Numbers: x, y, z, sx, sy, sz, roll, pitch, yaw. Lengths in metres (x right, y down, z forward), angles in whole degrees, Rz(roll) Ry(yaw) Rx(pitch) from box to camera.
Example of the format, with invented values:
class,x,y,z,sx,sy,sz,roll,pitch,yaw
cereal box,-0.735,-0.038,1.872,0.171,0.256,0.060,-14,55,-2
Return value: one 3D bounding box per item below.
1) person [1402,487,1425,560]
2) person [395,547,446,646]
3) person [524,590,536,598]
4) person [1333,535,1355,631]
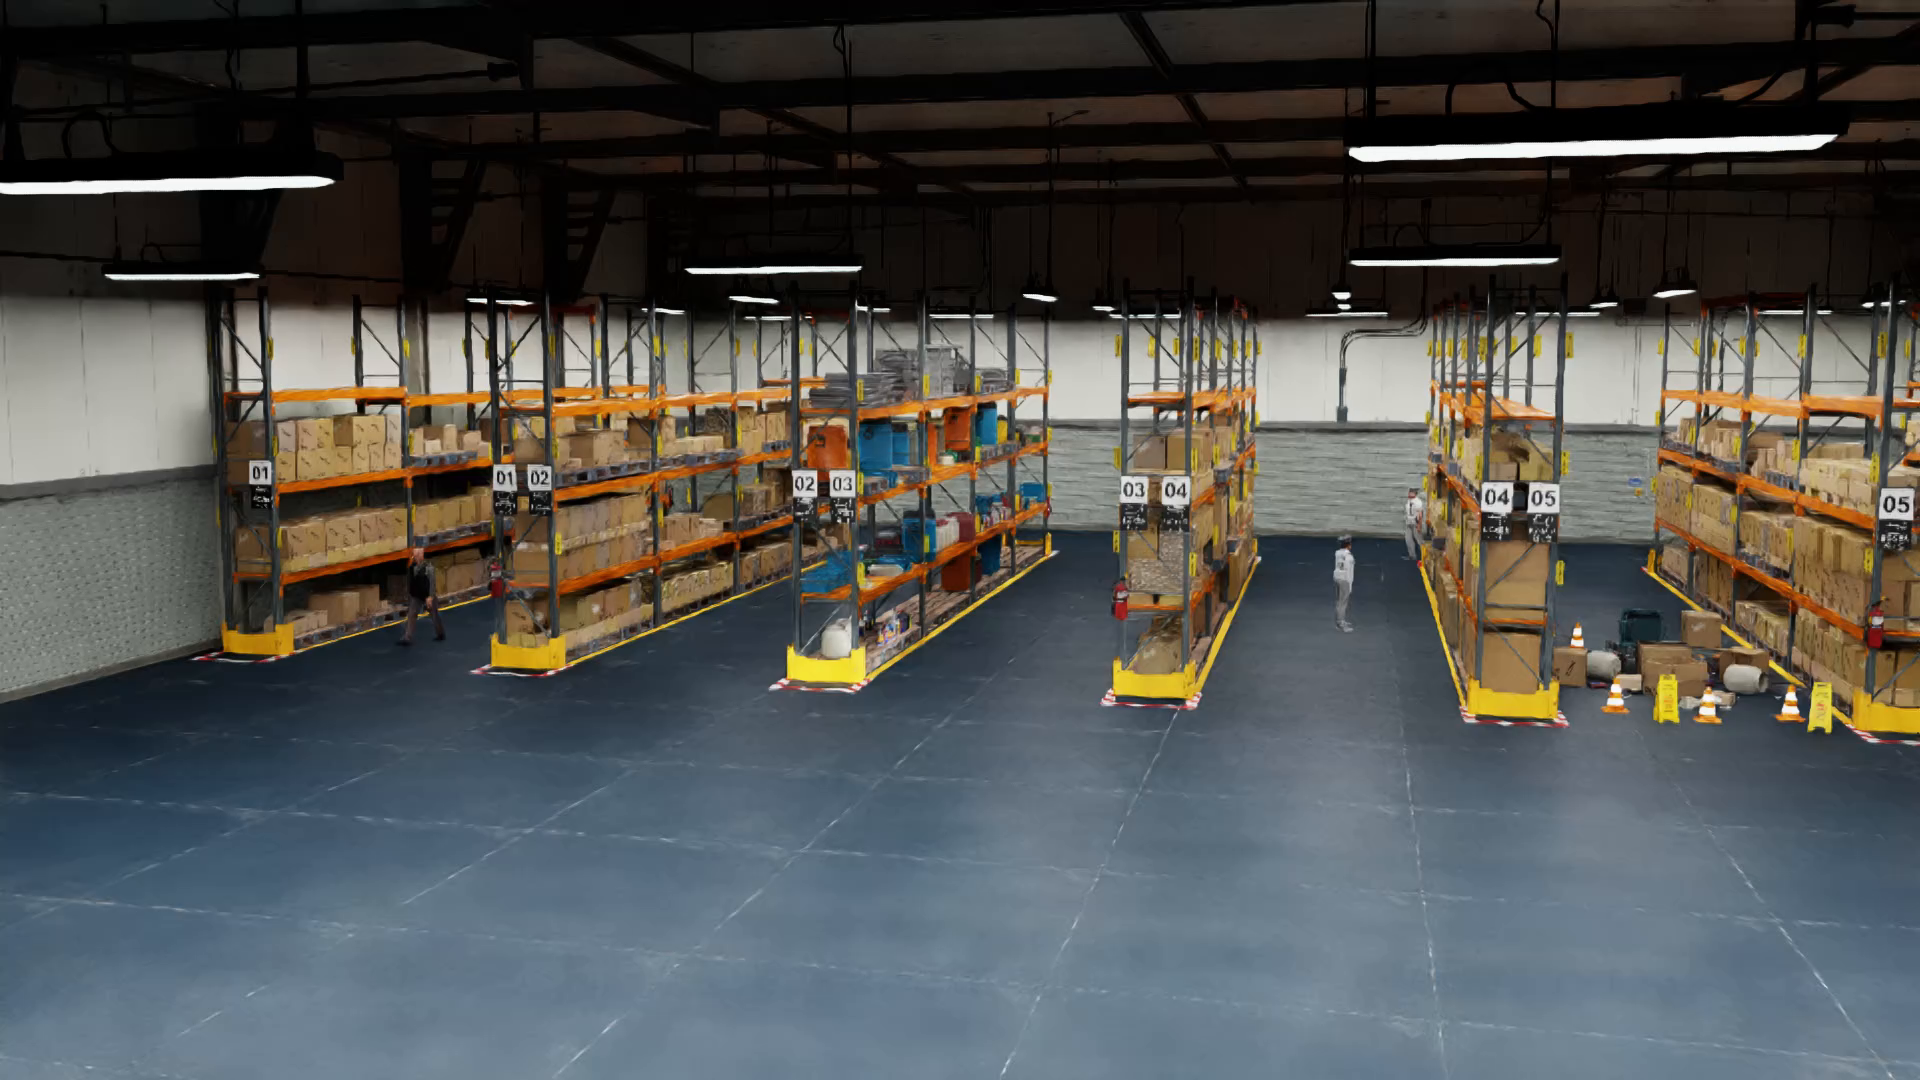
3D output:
class,x,y,z,sx,sy,sz,roll,pitch,yaw
person,10.865,-0.397,39.536,0.569,1.748,0.657,-2,7,-15
person,-9.096,0.943,28.082,0.541,1.642,1.083,2,7,16
person,-8.424,0.493,32.287,0.454,1.599,0.467,6,9,42
person,6.887,0.747,29.704,0.431,1.684,0.555,-2,7,-16
